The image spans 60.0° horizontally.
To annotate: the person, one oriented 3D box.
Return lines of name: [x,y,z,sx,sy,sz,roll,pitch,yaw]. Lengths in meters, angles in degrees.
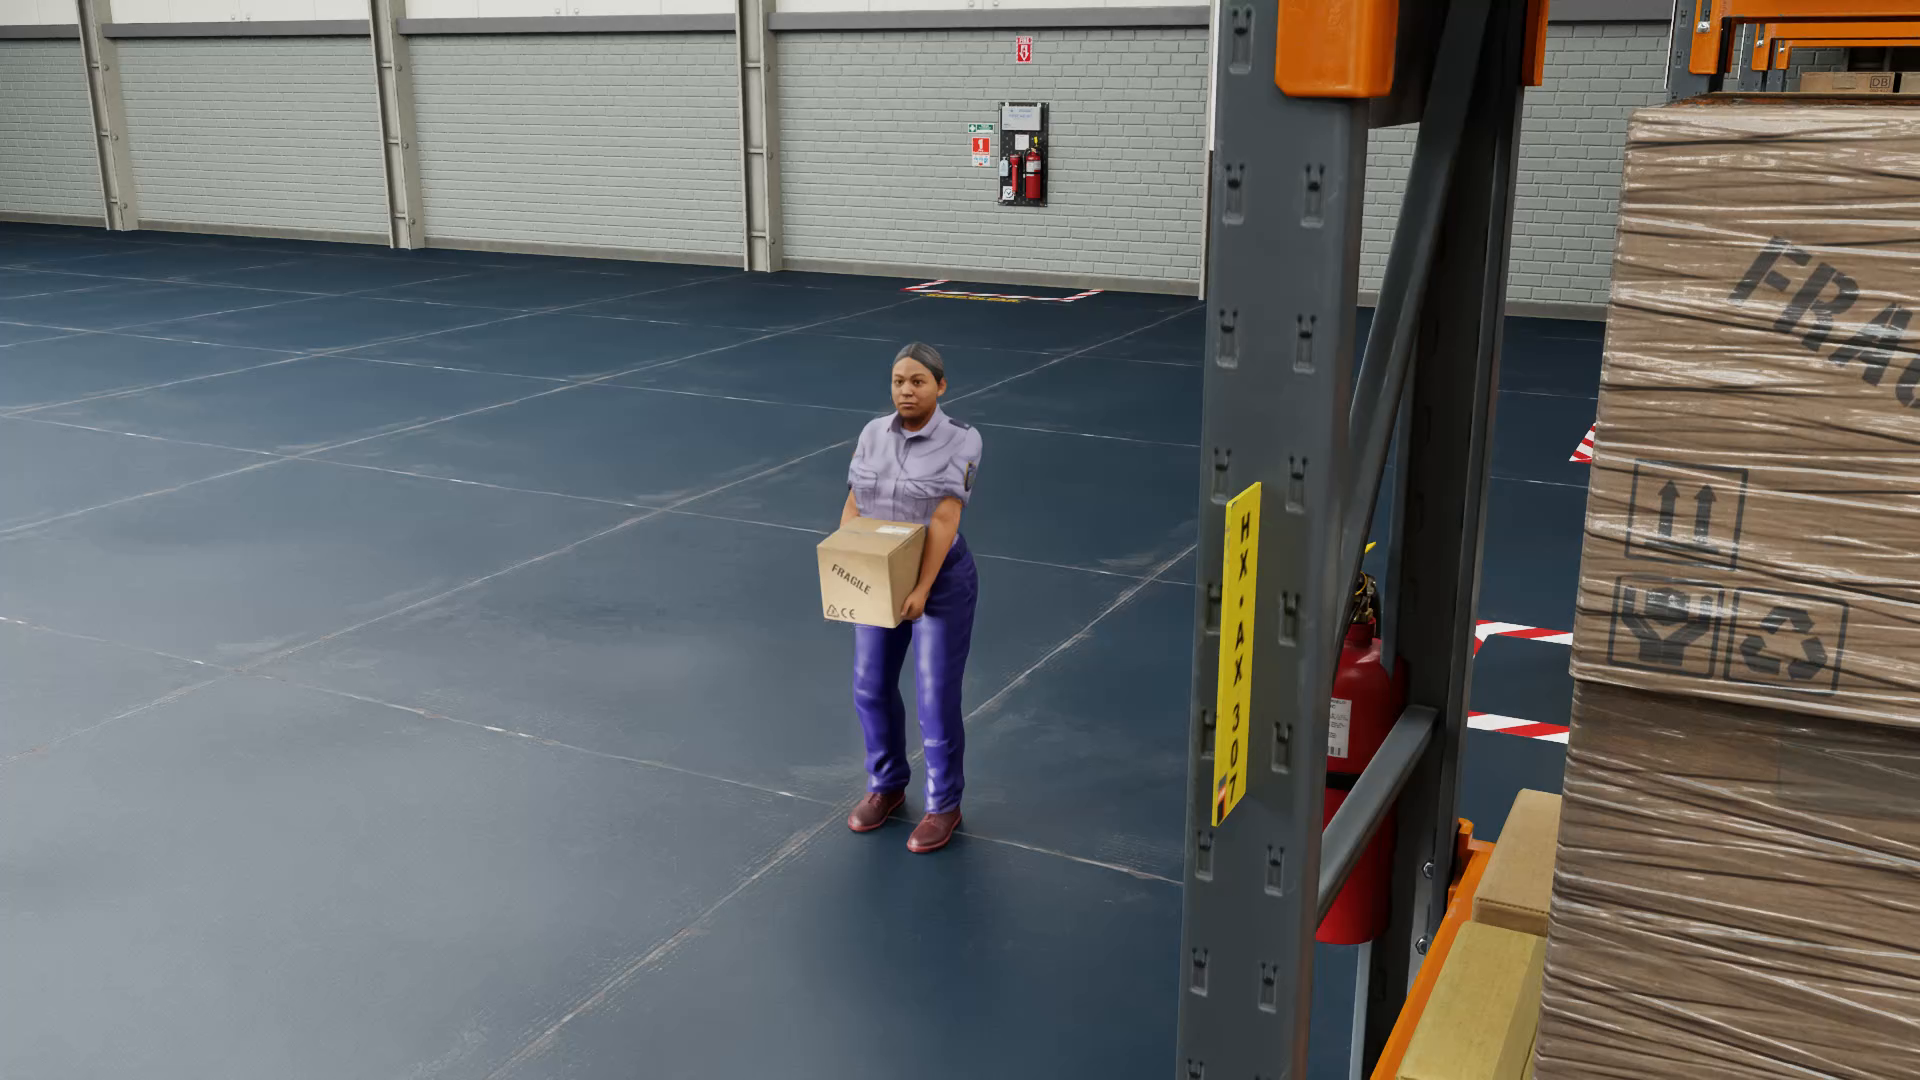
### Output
person: [-0.177,0.191,5.405,0.435,1.647,0.524,8,18,25]
